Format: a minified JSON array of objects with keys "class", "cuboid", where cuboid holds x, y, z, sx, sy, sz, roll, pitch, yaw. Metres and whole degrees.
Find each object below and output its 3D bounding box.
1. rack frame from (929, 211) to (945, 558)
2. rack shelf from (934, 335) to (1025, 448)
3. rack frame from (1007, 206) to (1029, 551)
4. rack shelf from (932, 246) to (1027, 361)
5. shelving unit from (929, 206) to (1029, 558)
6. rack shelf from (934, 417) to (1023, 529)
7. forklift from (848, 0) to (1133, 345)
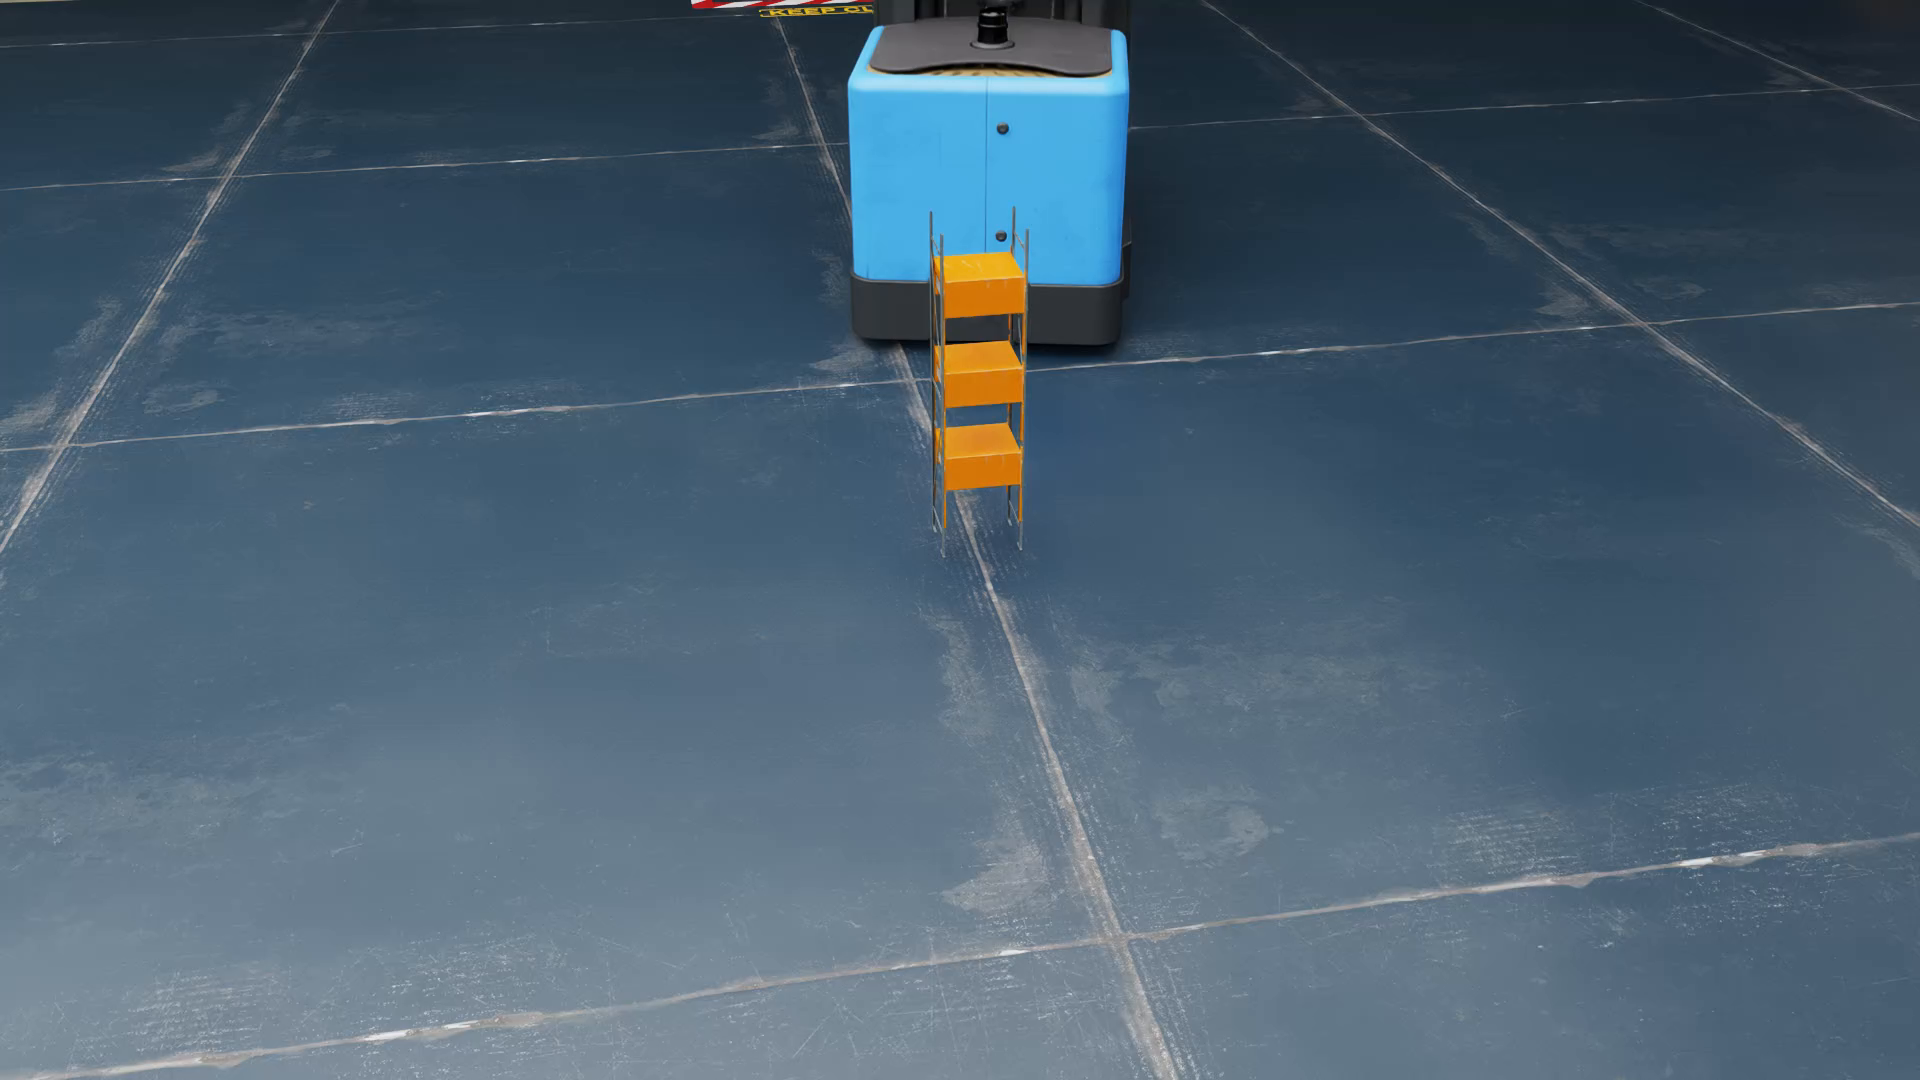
[{"class":"rack frame","cuboid":[-0.067,-0.446,4.973,0.008,1.050,0.200,-5,31,-9]},{"class":"rack shelf","cuboid":[0.053,-0.448,4.998,0.240,0.259,0.215,-5,31,-9]},{"class":"rack frame","cuboid":[0.173,-0.469,5.011,0.008,1.050,0.200,-5,31,-9]},{"class":"rack shelf","cuboid":[0.053,-0.693,4.854,0.240,0.259,0.215,-5,31,-9]},{"class":"shelving unit","cuboid":[0.053,-0.457,4.992,0.252,1.050,0.215,-5,31,-9]},{"class":"rack shelf","cuboid":[0.053,-0.209,5.138,0.240,0.259,0.215,-5,31,-9]},{"class":"forklift","cuboid":[0.198,-2.729,6.999,1.130,2.935,3.031,2,31,3]}]
